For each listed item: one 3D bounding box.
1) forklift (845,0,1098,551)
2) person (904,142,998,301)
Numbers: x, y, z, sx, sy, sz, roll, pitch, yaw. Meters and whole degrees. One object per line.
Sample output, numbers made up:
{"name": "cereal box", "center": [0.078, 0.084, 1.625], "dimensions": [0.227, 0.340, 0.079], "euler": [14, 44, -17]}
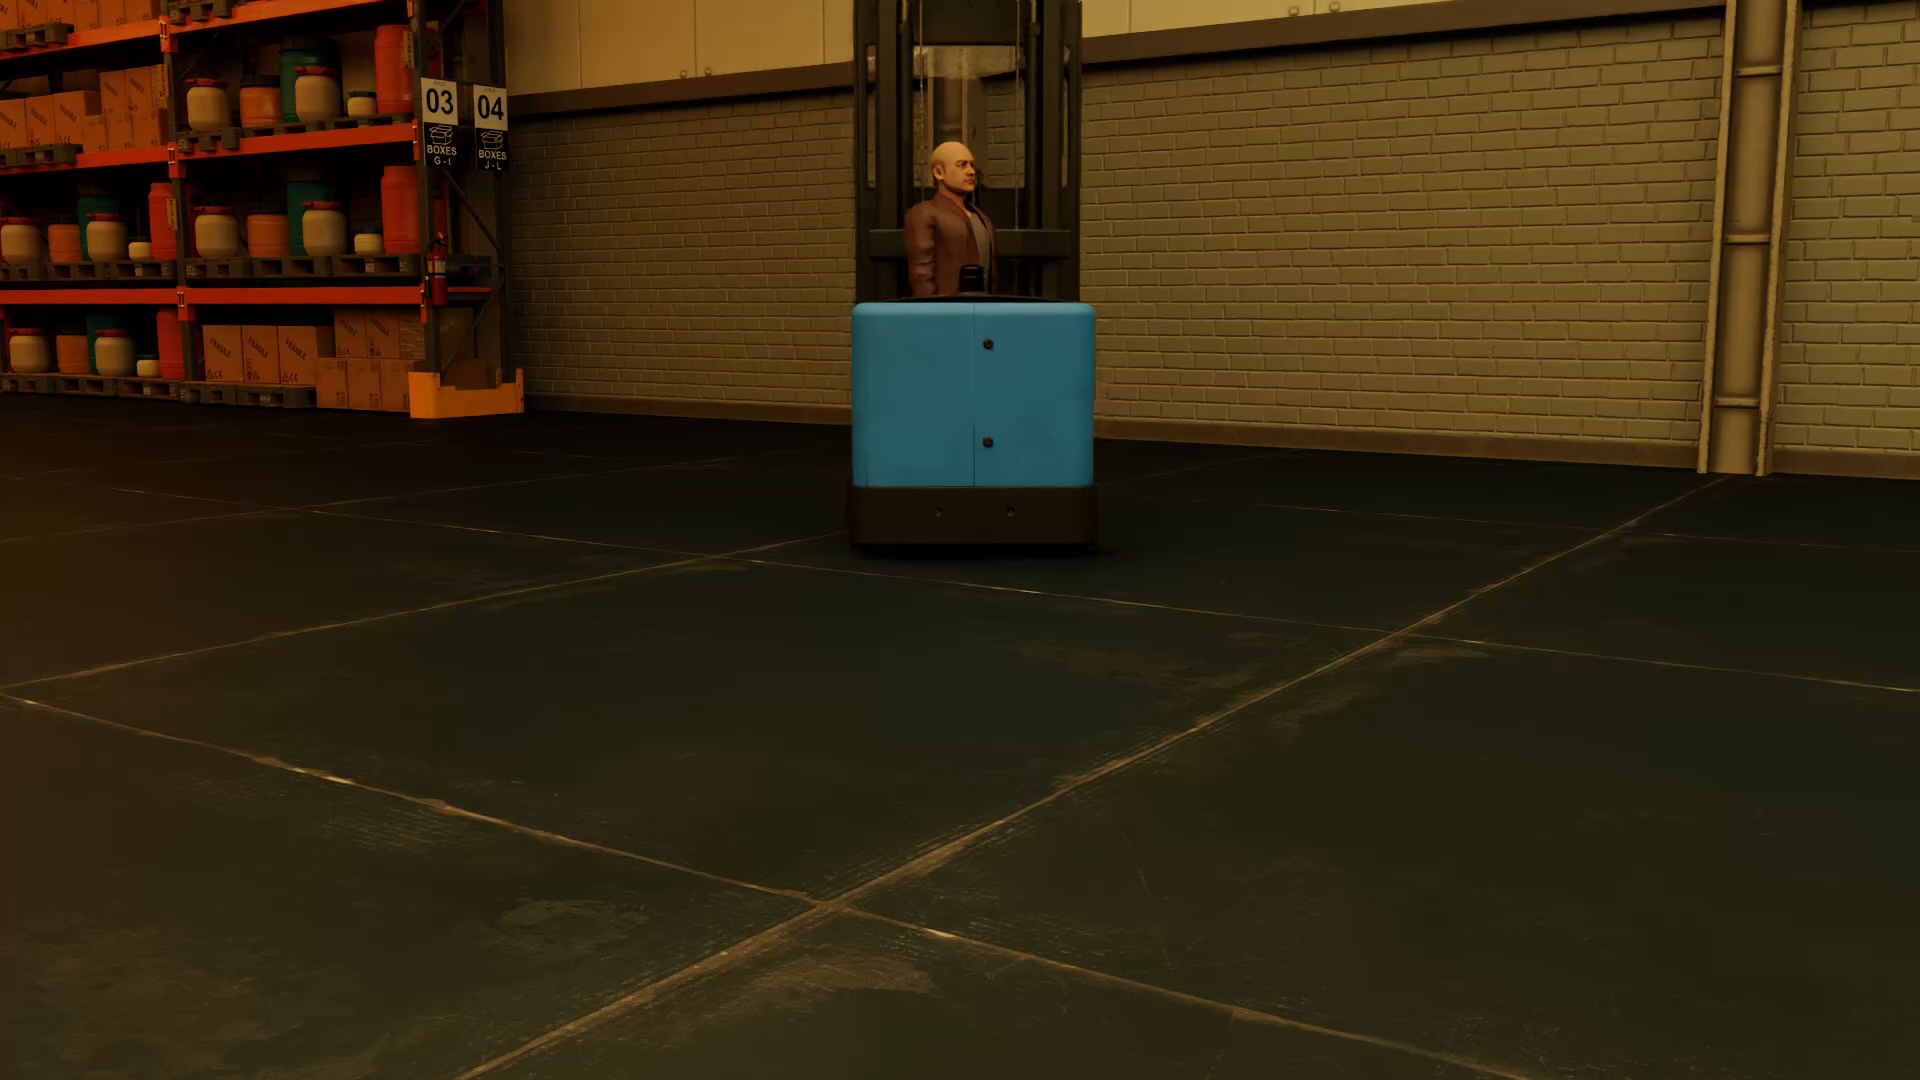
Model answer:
{"name": "forklift", "center": [0.031, -1.577, 8.280], "dimensions": [1.130, 2.935, 3.031], "euler": [0, 8, -1]}
{"name": "person", "center": [-0.005, -0.925, 7.489], "dimensions": [0.326, 1.704, 0.551], "euler": [5, 10, 34]}
